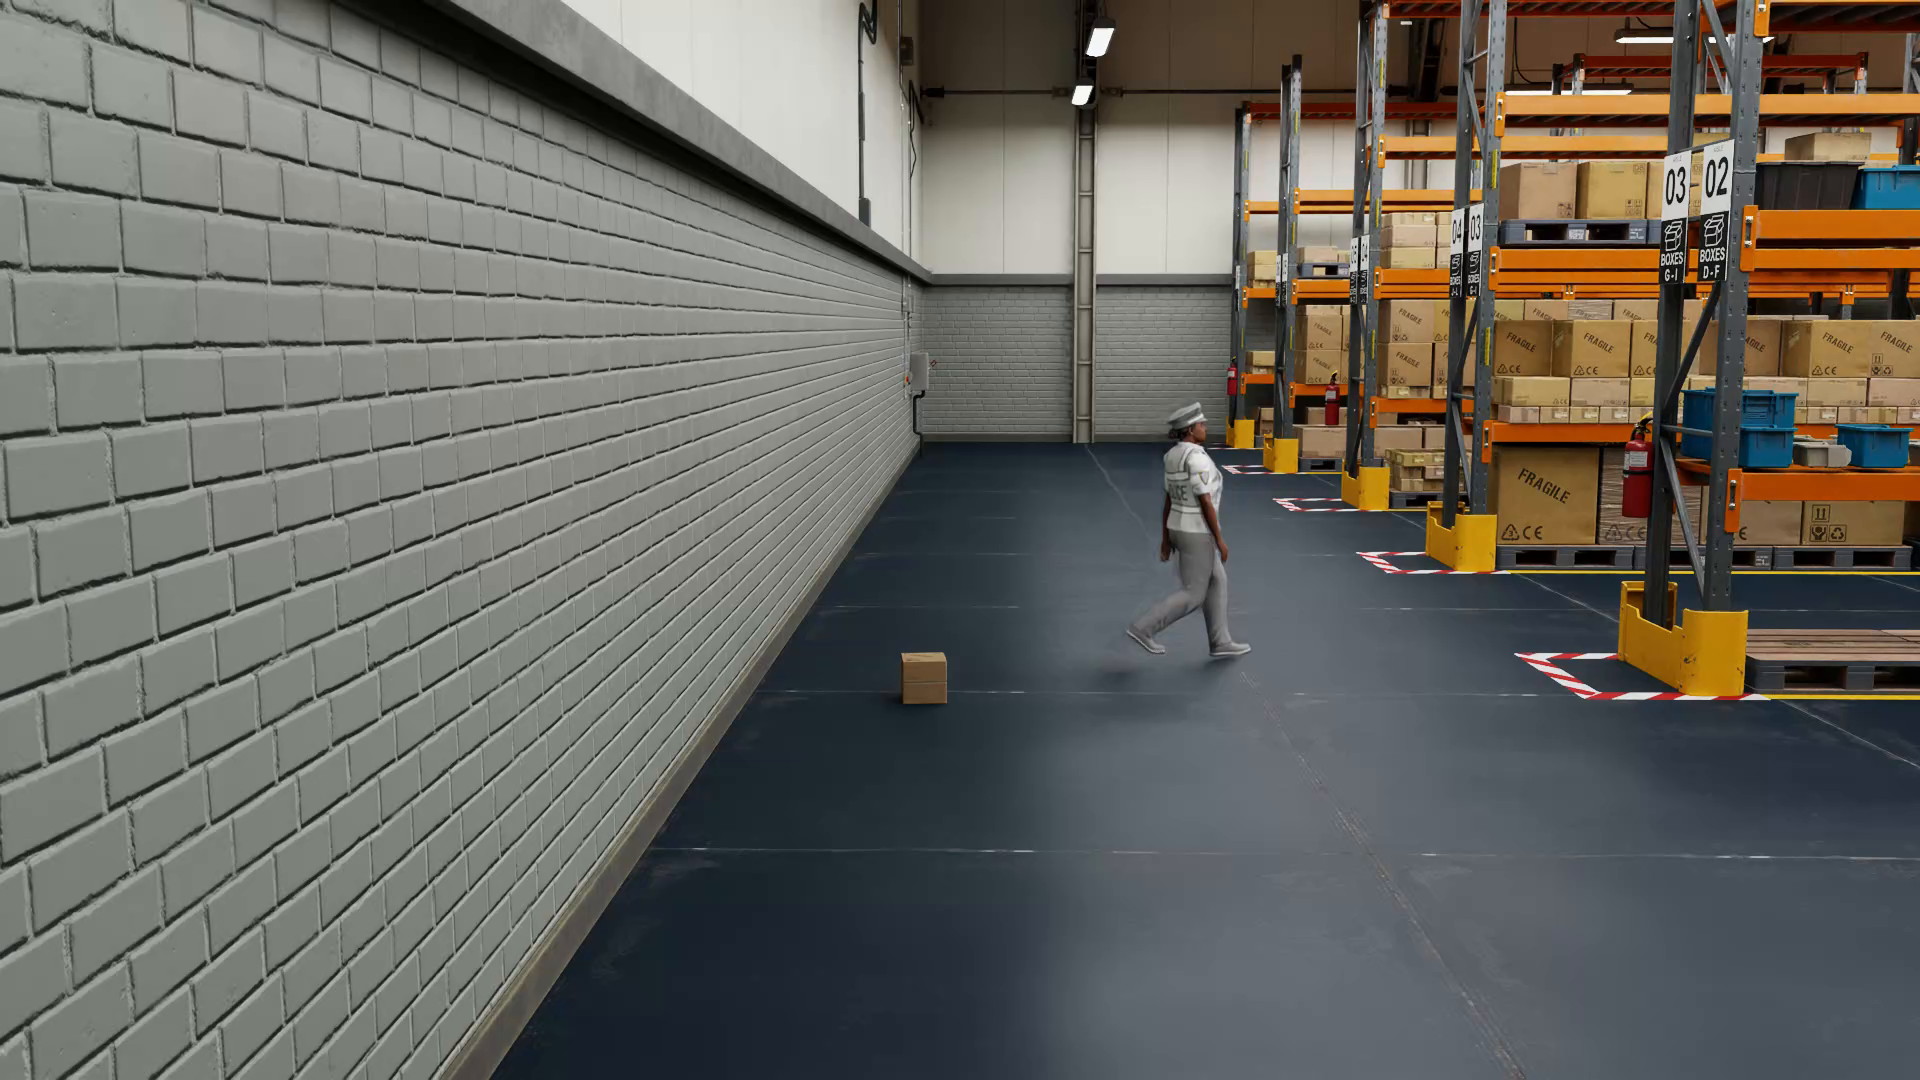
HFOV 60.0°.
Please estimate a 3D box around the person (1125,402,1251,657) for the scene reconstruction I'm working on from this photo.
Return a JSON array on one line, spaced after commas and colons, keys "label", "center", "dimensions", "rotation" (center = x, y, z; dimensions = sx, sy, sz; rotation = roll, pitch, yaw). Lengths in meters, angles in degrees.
[{"label": "person", "center": [1.465, -0.051, 10.570], "dimensions": [0.921, 1.644, 0.460], "rotation": [-2, 8, -14]}]
